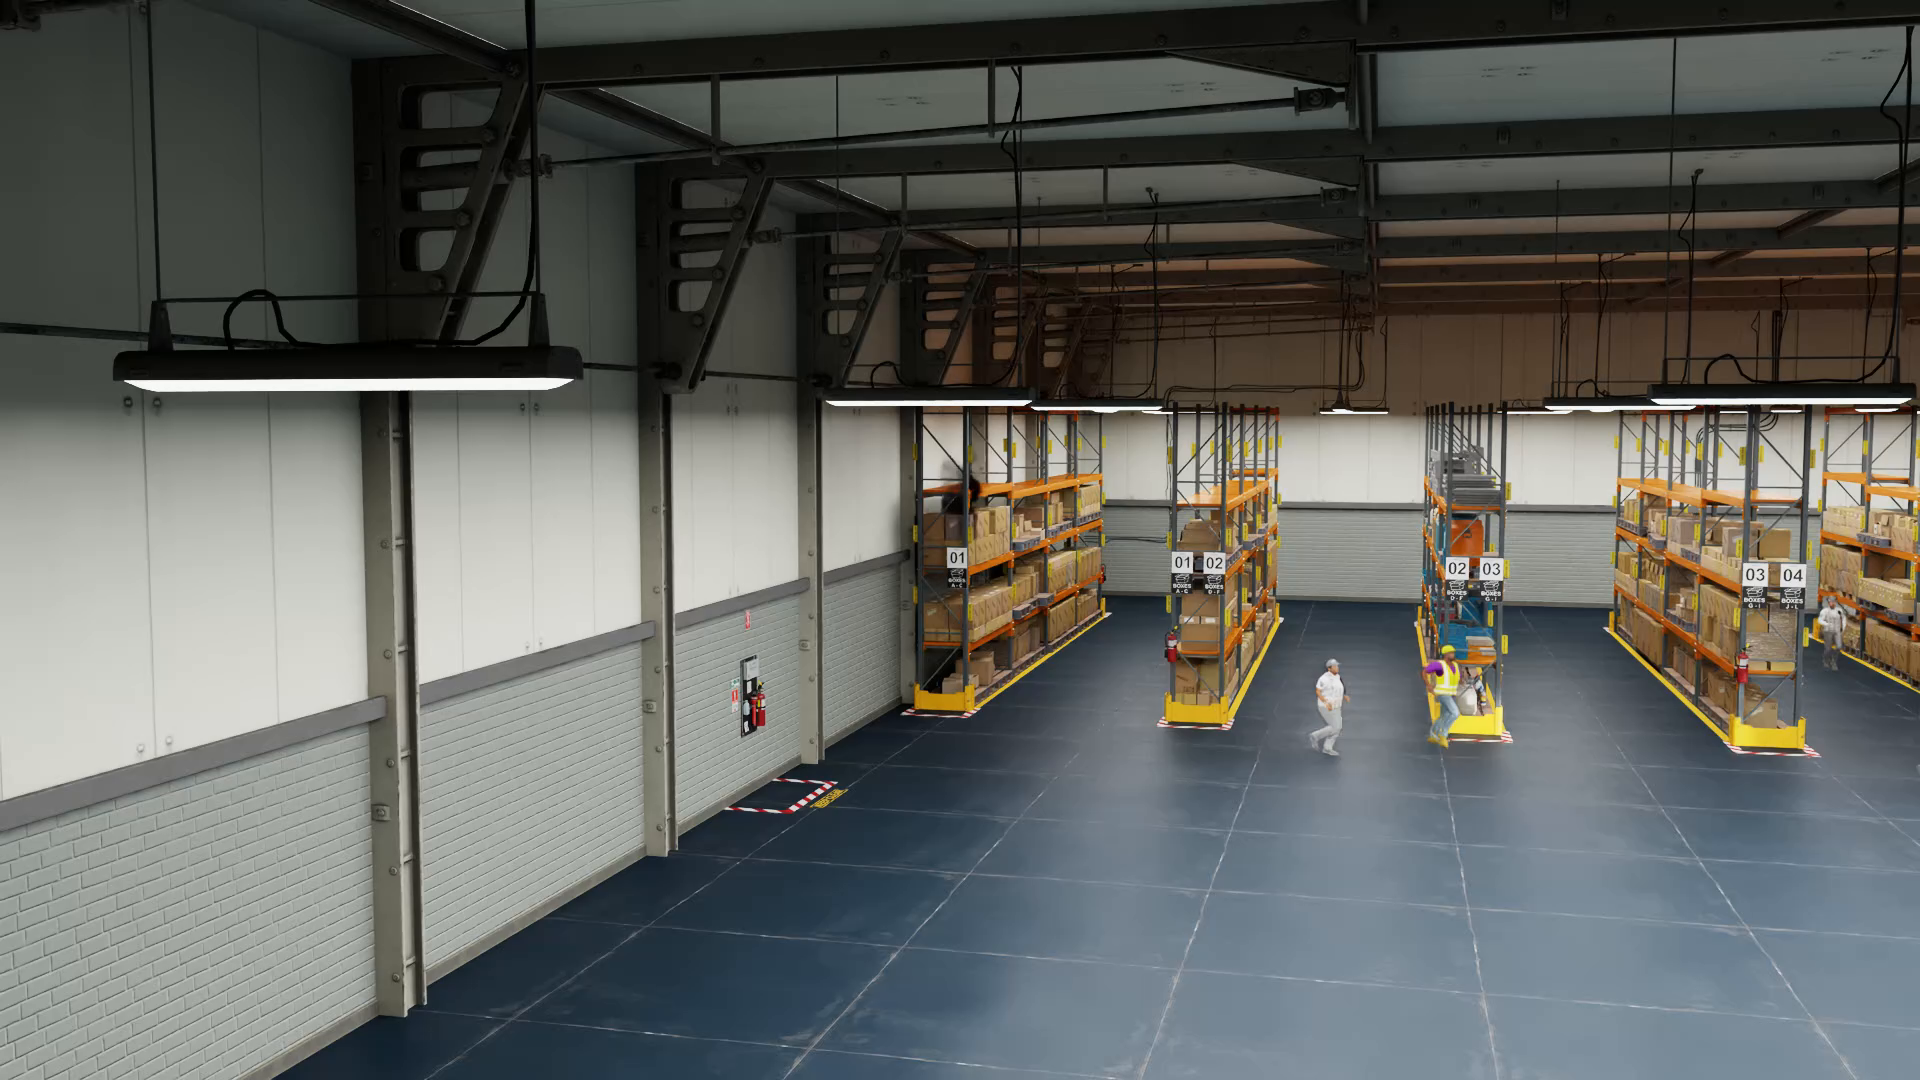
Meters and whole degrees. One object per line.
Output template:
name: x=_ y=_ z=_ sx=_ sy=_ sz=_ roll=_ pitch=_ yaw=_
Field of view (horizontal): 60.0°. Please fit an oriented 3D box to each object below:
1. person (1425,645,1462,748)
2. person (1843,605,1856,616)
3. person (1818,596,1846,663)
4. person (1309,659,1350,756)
person: x=8.495 y=2.704 z=28.970 sx=0.659 sy=1.751 sz=0.665 roll=-4 pitch=6 yaw=-41
person: x=23.698 y=1.590 z=44.078 sx=0.592 sy=1.739 sz=0.673 roll=1 pitch=4 yaw=18
person: x=19.761 y=2.038 z=37.659 sx=0.616 sy=1.568 sz=0.663 roll=1 pitch=4 yaw=17
person: x=6.288 y=2.833 z=28.235 sx=0.586 sy=1.639 sz=0.569 roll=3 pitch=5 yaw=38
